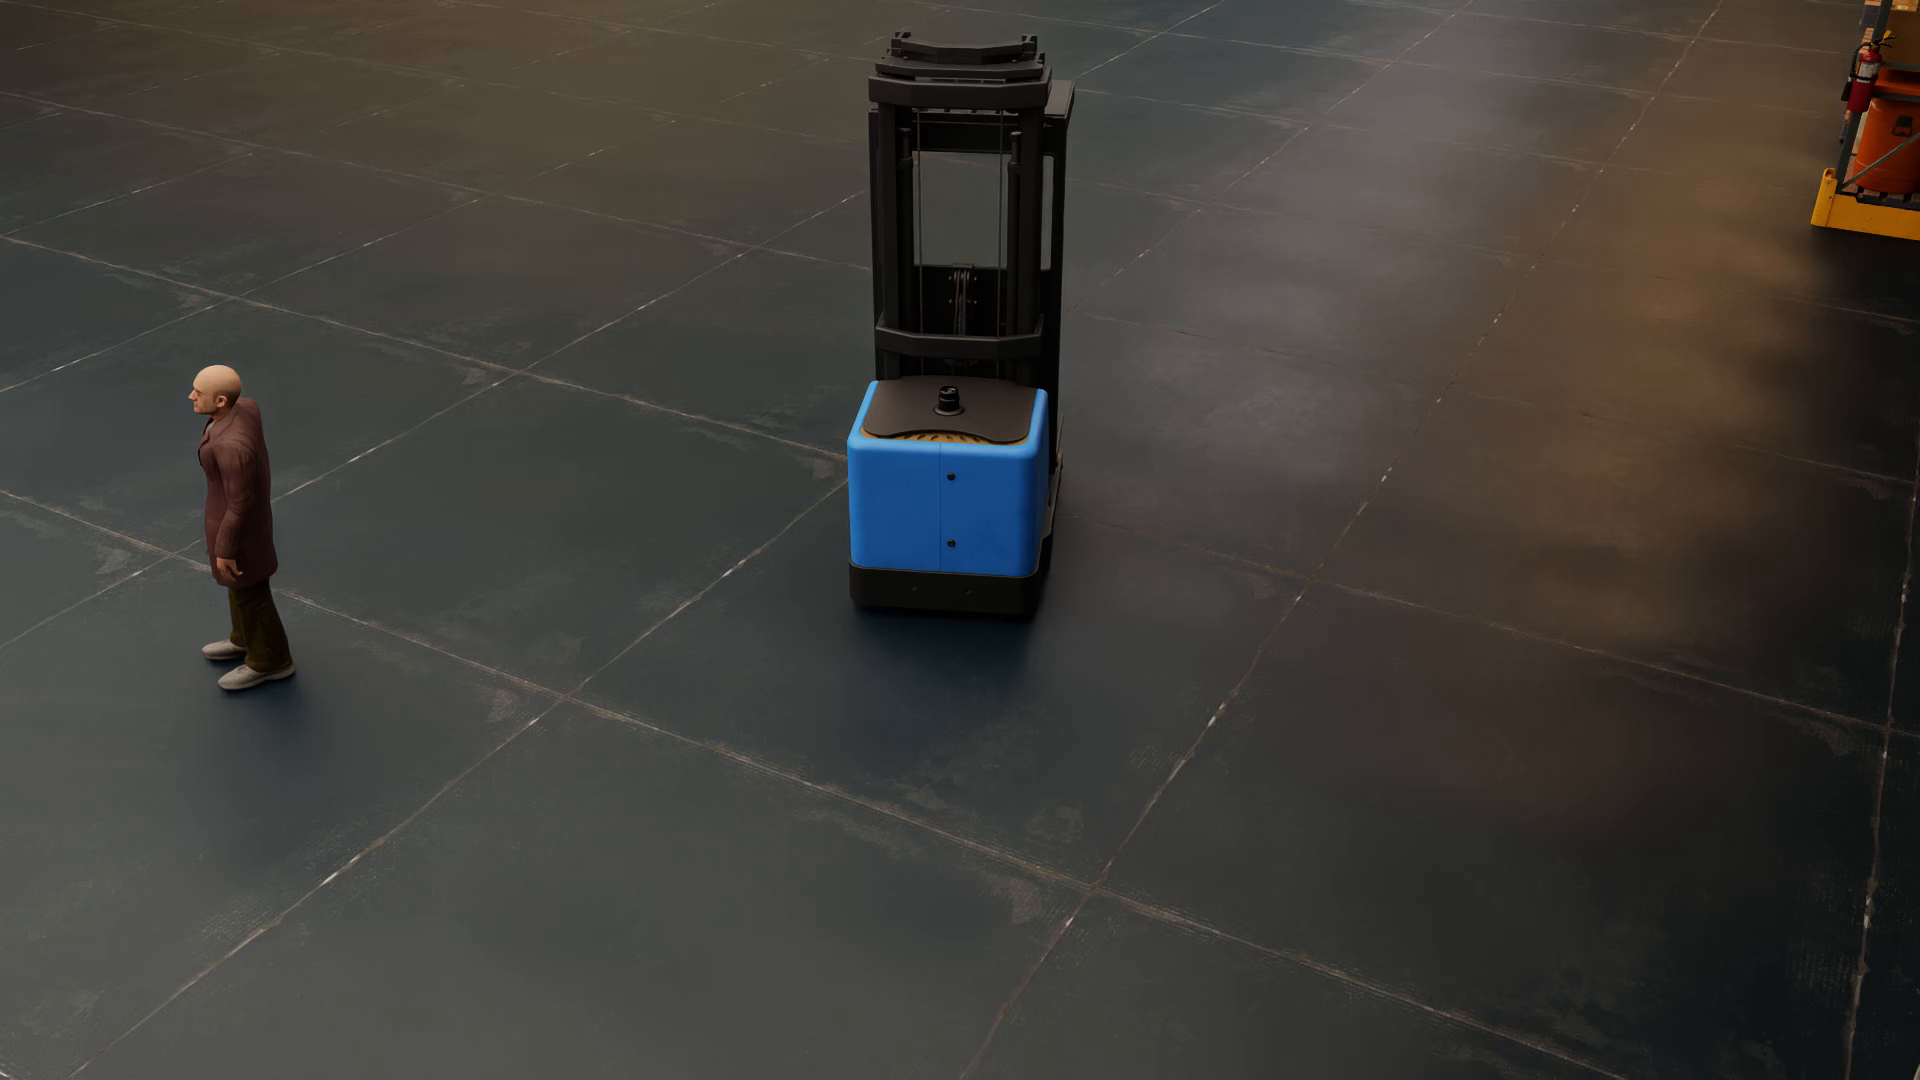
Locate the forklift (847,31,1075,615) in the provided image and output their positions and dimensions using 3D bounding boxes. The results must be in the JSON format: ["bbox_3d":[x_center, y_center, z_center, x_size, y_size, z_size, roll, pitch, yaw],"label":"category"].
[{"bbox_3d":[0.072,-1.572,9.794,1.130,2.935,3.031,3,30,6],"label":"forklift"}]

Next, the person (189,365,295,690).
[{"bbox_3d":[-3.692,-0.048,8.294,0.581,1.777,0.694,-8,31,-14],"label":"person"}]
